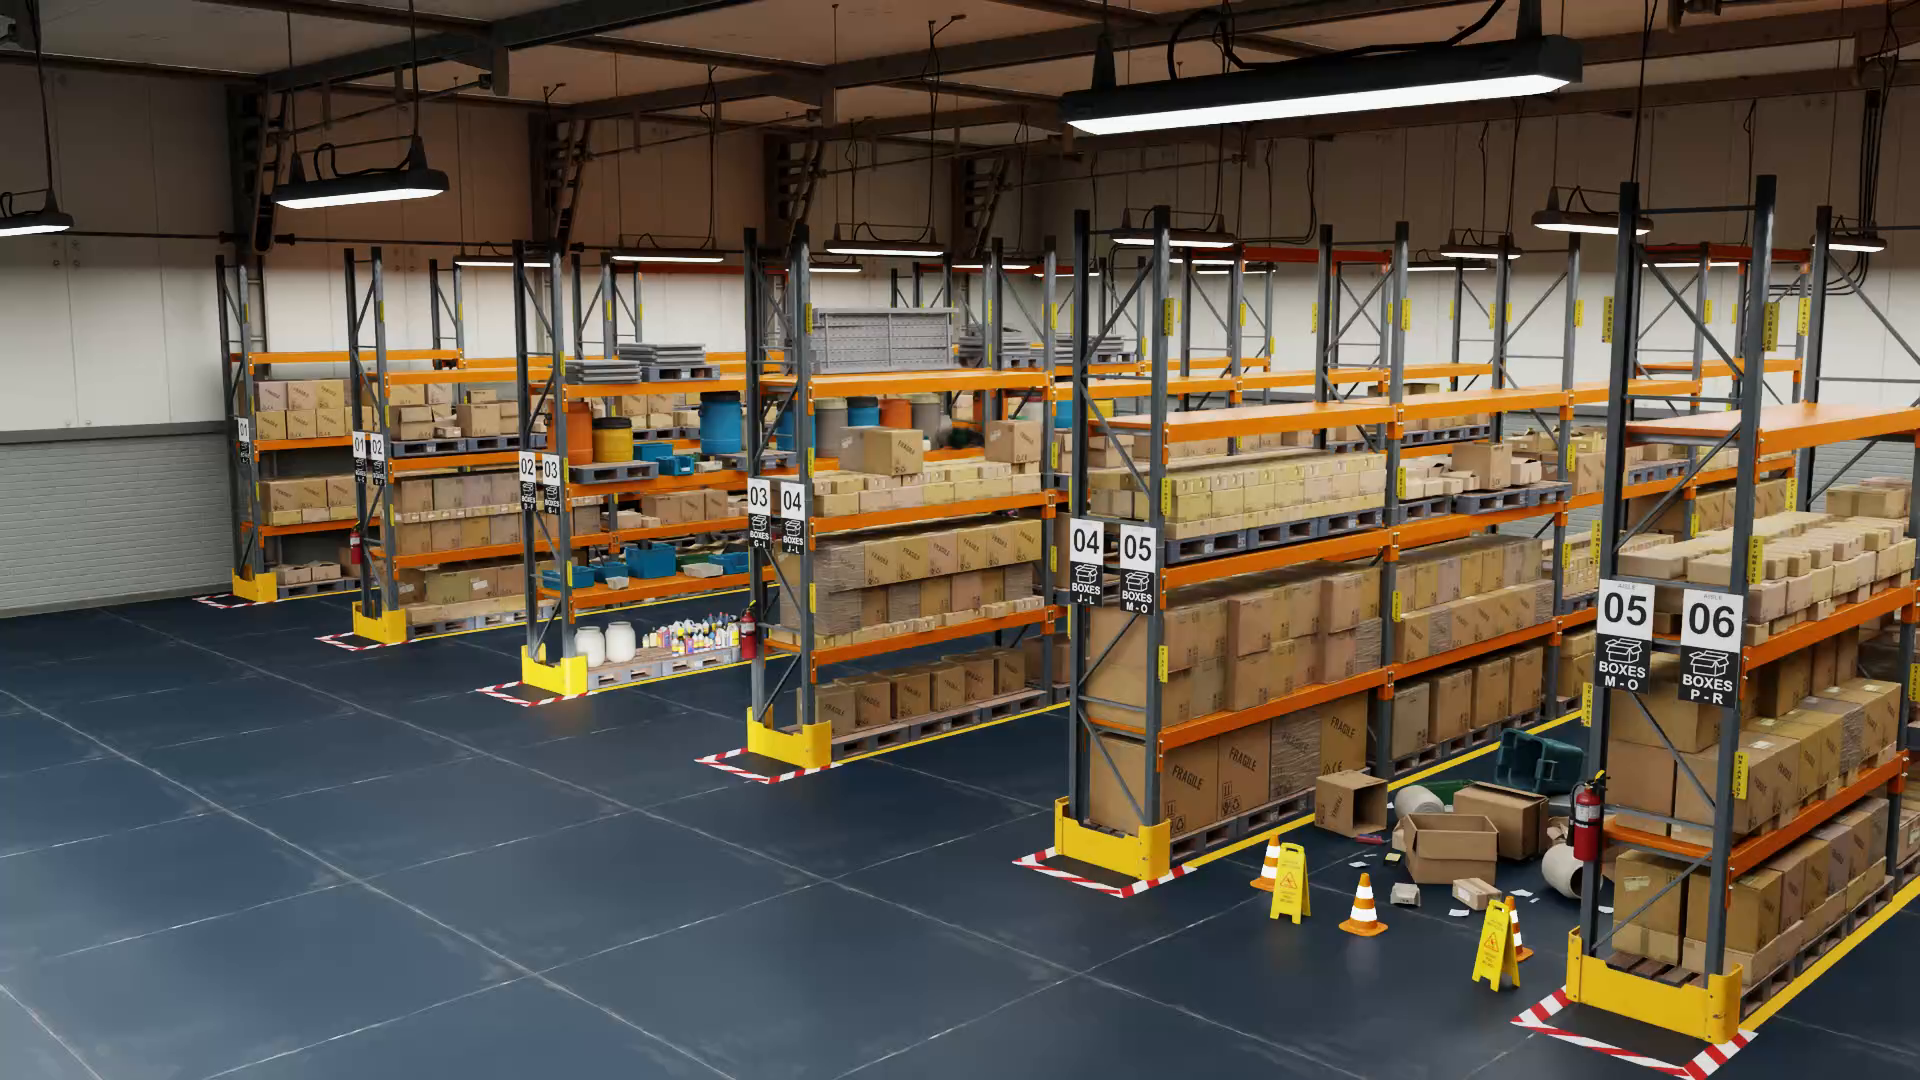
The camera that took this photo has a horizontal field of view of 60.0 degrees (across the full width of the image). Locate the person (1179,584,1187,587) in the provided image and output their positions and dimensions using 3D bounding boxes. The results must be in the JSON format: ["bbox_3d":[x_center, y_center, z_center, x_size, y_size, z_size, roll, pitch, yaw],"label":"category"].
[{"bbox_3d":[2.722,1.390,20.814,0.649,1.711,0.692,-7,10,-39],"label":"person"}]

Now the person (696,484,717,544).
[{"bbox_3d":[-5.208,-0.445,33.913,0.498,1.626,0.825,7,10,39],"label":"person"}]

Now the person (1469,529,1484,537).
[{"bbox_3d":[8.031,0.683,25.861,0.561,1.730,0.717,7,10,39],"label":"person"}]
